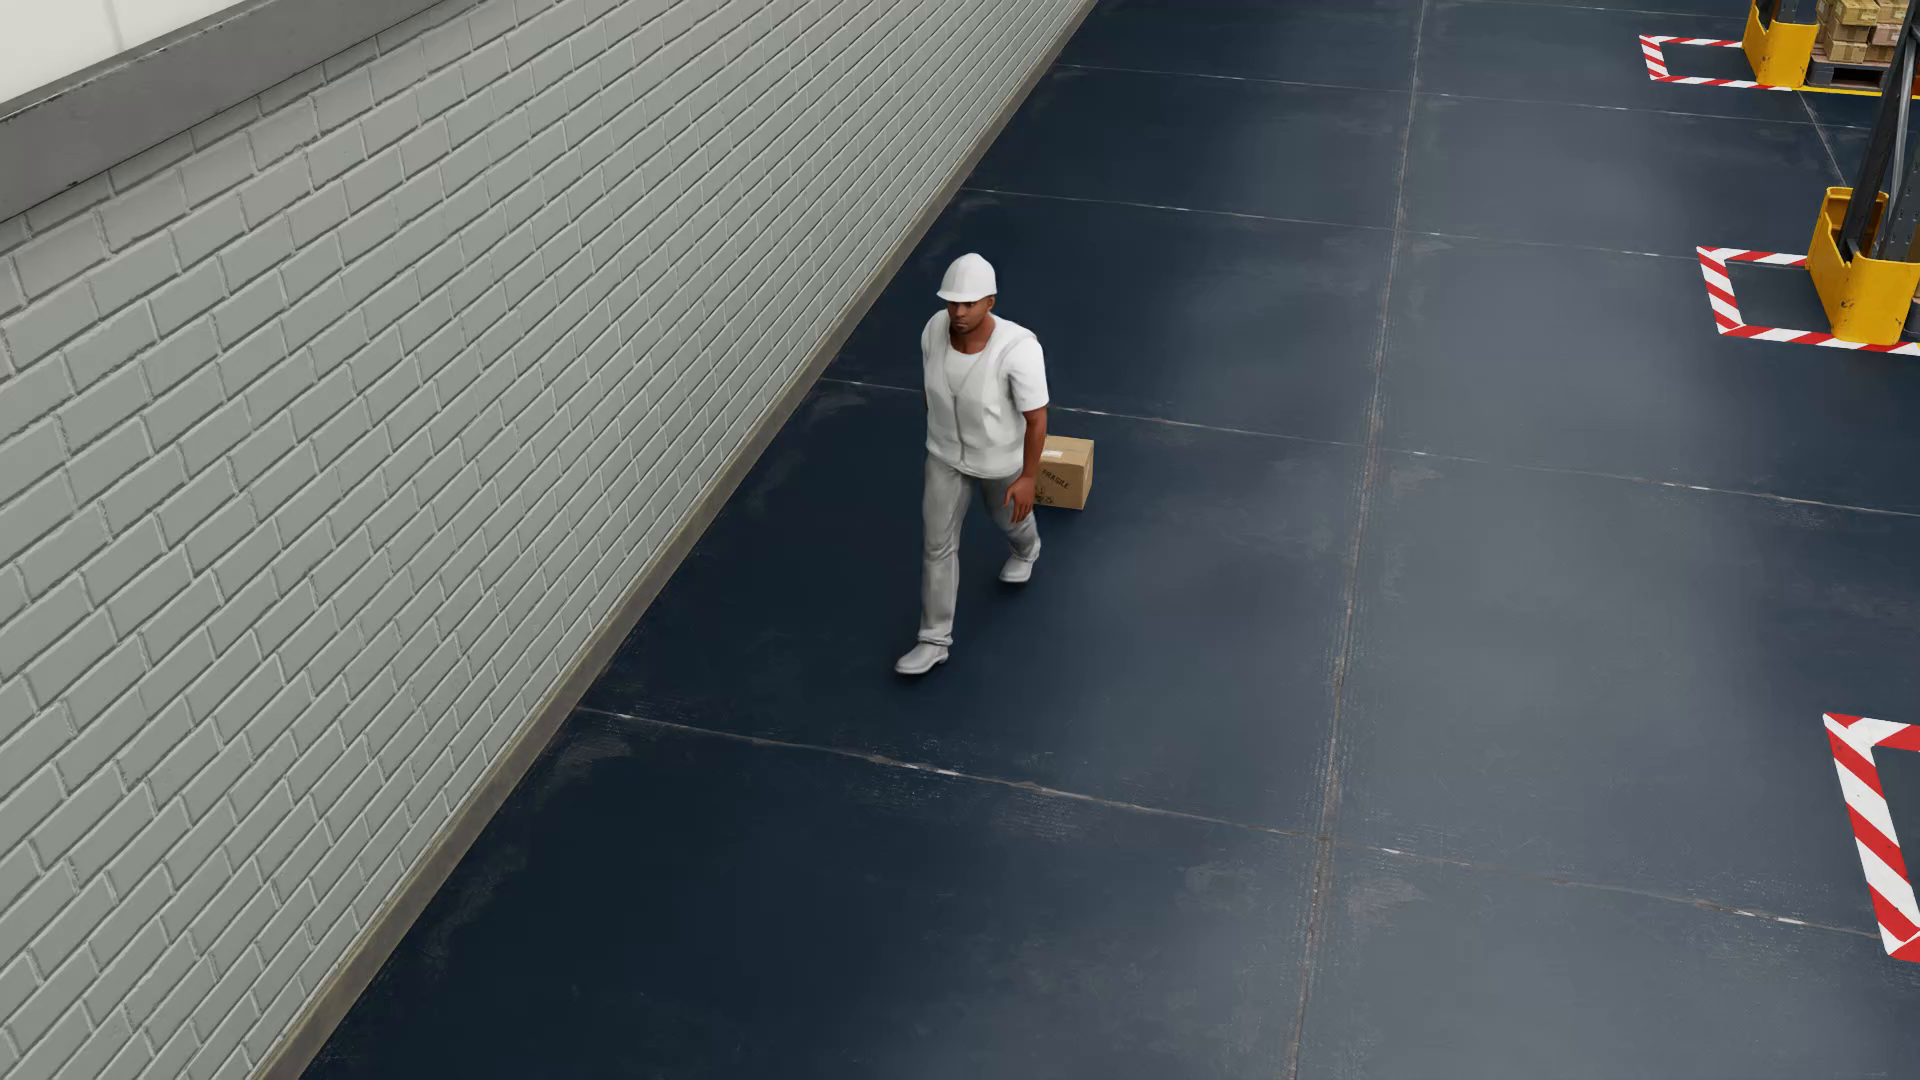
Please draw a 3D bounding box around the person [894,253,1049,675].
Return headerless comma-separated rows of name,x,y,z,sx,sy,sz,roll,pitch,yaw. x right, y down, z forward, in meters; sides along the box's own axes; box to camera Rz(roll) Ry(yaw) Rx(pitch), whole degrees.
person,0.079,-0.351,6.688,0.600,1.717,1.073,14,35,20
